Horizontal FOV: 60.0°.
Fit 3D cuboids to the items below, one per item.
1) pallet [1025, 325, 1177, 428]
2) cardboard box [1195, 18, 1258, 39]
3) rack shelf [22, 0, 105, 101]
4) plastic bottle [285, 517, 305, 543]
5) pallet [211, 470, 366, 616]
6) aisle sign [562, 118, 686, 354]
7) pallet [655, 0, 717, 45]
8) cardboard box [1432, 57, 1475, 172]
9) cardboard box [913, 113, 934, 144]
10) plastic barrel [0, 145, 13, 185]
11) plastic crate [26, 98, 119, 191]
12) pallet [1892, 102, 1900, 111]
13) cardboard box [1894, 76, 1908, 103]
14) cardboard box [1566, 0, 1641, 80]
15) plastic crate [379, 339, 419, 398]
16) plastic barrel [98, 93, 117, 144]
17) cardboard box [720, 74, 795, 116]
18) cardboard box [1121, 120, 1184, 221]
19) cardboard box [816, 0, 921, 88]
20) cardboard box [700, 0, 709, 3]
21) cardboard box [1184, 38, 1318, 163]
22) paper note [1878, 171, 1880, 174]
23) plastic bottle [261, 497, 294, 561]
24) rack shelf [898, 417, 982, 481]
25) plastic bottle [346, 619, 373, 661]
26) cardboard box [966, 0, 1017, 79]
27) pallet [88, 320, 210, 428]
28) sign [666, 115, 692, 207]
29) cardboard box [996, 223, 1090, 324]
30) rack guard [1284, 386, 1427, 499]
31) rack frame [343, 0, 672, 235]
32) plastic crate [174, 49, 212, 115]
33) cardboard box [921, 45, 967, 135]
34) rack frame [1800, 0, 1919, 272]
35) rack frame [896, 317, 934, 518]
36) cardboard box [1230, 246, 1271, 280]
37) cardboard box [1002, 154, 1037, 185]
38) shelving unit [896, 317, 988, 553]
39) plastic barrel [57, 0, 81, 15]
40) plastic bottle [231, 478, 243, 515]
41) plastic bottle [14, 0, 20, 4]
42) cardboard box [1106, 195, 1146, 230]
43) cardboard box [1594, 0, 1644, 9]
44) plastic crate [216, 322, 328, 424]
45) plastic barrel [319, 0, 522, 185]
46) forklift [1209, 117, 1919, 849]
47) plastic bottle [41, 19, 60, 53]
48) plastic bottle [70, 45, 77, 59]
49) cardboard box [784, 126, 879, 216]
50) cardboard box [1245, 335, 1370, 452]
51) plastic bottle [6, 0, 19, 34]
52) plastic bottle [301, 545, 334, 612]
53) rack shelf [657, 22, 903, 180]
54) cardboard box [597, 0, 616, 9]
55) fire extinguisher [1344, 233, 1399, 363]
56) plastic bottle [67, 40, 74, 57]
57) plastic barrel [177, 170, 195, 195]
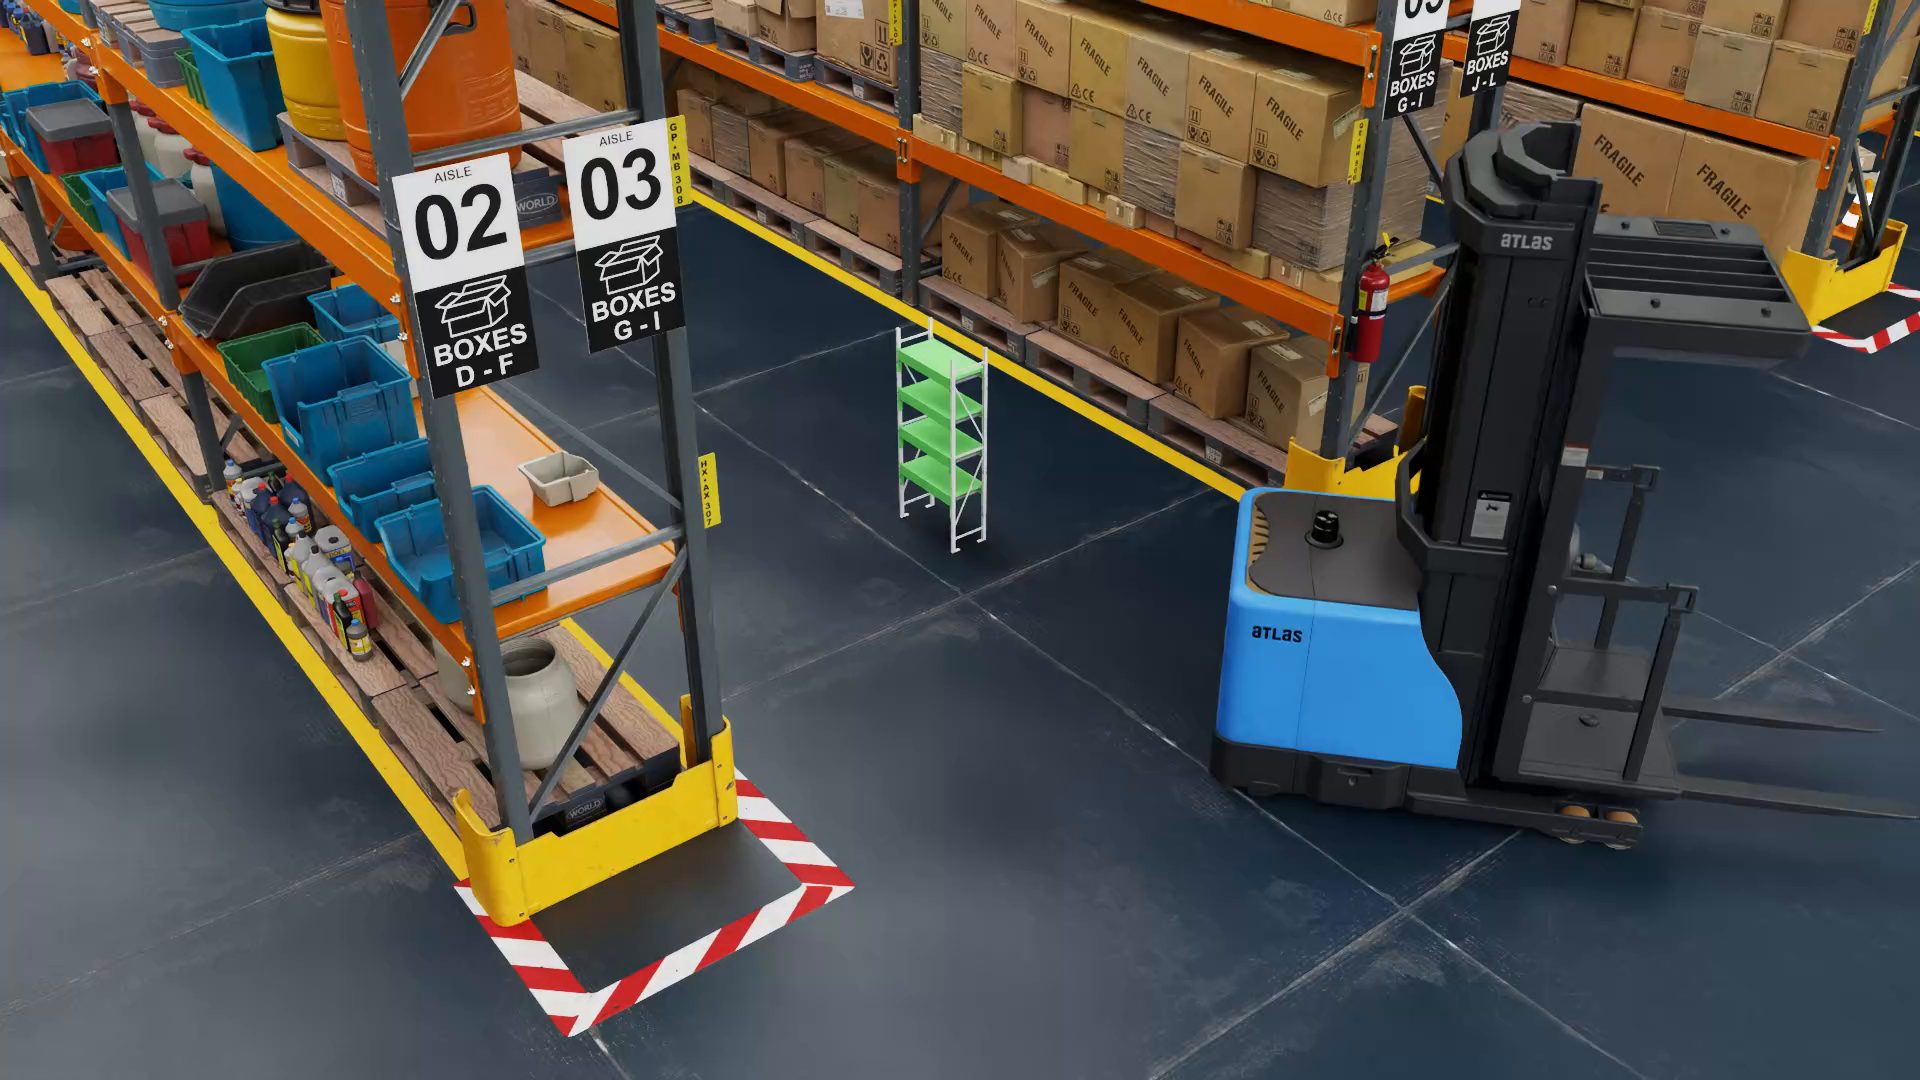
[{"bbox_3d":[1.196,-1.208,11.222,1.003,0.211,1.213,-22,38,-31],"label":"pallet"},{"bbox_3d":[1.726,-2.832,9.869,0.500,0.500,0.500,-22,38,-31],"label":"cardboard box"},{"bbox_3d":[-5.135,-3.369,9.898,1.077,0.370,4.000,-22,38,-31],"label":"rack shelf"},{"bbox_3d":[-3.506,0.003,8.797,0.097,0.271,0.097,0,32,0],"label":"plastic bottle"},{"bbox_3d":[-3.530,-0.089,9.421,1.003,0.211,1.213,-22,38,-31],"label":"pallet"},{"bbox_3d":[-1.180,-1.069,5.892,0.394,0.787,0.004,-22,38,-31],"label":"aisle sign"},{"bbox_3d":[-1.928,-4.493,14.049,1.213,0.211,1.003,-22,38,-31],"label":"pallet"},{"bbox_3d":[4.314,-3.723,14.245,0.875,0.875,0.875,-22,38,-31],"label":"cardboard box"},{"bbox_3d":[-0.102,-2.876,11.503,0.380,0.149,0.250,-22,38,-31],"label":"cardboard box"},{"bbox_3d":[-7.784,-3.231,13.796,0.421,0.512,0.421,0,32,0],"label":"plastic barrel"},{"bbox_3d":[-5.612,-2.489,10.581,0.402,0.464,0.583,-22,38,-31],"label":"plastic crate"},{"bbox_3d":[9.024,-4.414,16.384,1.003,0.211,1.213,-22,38,-31],"label":"pallet"},{"bbox_3d":[8.940,-4.404,15.932,0.500,0.250,0.500,-24,39,-33],"label":"cardboard box"},{"bbox_3d":[5.217,-3.973,12.888,0.875,0.550,0.500,-22,38,-31],"label":"cardboard box"},{"bbox_3d":[-2.713,-0.860,8.269,0.530,0.136,0.437,-22,38,-31],"label":"plastic crate"},{"bbox_3d":[-5.562,-2.922,11.233,0.421,0.512,0.421,0,32,0],"label":"plastic barrel"},{"bbox_3d":[-1.681,-3.793,13.982,0.500,0.250,0.500,-18,36,-26],"label":"cardboard box"},{"bbox_3d":[1.467,-2.302,9.963,0.875,0.500,0.500,-22,38,-31],"label":"cardboard box"},{"bbox_3d":[-0.373,-3.979,12.074,1.000,1.000,1.000,-22,38,-31],"label":"cardboard box"},{"bbox_3d":[-2.086,-4.846,13.943,0.500,0.500,0.500,-28,41,-37],"label":"cardboard box"},{"bbox_3d":[1.613,-2.452,9.257,0.500,0.500,0.500,-22,38,-31],"label":"cardboard box"},{"bbox_3d":[8.133,-3.198,14.596,0.142,0.019,0.148,18,36,27],"label":"paper note"},{"bbox_3d":[-3.626,-0.080,8.856,0.144,0.351,0.185,-24,39,-33],"label":"plastic bottle"},{"bbox_3d":[-0.101,-0.524,9.305,0.258,0.148,0.480,-22,38,-31],"label":"rack shelf"},{"bbox_3d":[-2.928,0.478,8.099,0.097,0.201,0.097,0,32,0],"label":"plastic bottle"},{"bbox_3d":[0.387,-3.286,10.600,0.500,0.500,0.500,-22,38,-31],"label":"cardboard box"},{"bbox_3d":[-5.173,-1.206,11.219,1.003,0.211,1.213,-22,38,-31],"label":"pallet"},{"bbox_3d":[-1.018,-1.354,5.963,0.100,0.325,0.005,-22,38,-31],"label":"sign"},{"bbox_3d":[0.575,-1.870,11.616,0.500,0.500,0.500,-11,33,-16],"label":"cardboard box"},{"bbox_3d":[2.410,-0.472,9.764,1.175,0.500,0.348,-22,38,-31],"label":"rack guard"},{"bbox_3d":[-1.456,-2.449,4.890,1.000,3.000,0.127,-22,38,-31],"label":"rack frame"},{"bbox_3d":[-3.156,-2.006,7.221,0.336,0.188,0.450,-22,38,-31],"label":"plastic crate"},{"bbox_3d":[0.231,-3.131,11.298,0.875,0.500,0.500,-22,38,-31],"label":"cardboard box"},{"bbox_3d":[6.437,-3.065,11.569,1.000,3.000,0.127,-22,38,-31],"label":"rack frame"},{"bbox_3d":[-0.251,-0.680,9.435,0.240,1.200,0.015,-22,38,-31],"label":"rack frame"},{"bbox_3d":[1.772,-1.640,9.512,0.380,0.149,0.250,-22,38,-31],"label":"cardboard box"},{"bbox_3d":[0.498,-2.454,10.823,0.380,0.149,0.250,-22,38,-31],"label":"cardboard box"},{"bbox_3d":[-0.101,-0.579,9.271,0.258,1.200,0.503,-22,38,-31],"label":"shelving unit"},{"bbox_3d":[-4.392,-3.196,8.462,0.600,0.901,0.708,-22,38,-31],"label":"plastic barrel"},{"bbox_3d":[-3.997,-0.248,9.269,0.097,0.201,0.097,0,32,0],"label":"plastic bottle"},{"bbox_3d":[-7.784,-4.427,13.879,0.152,0.276,0.135,-22,38,-31],"label":"plastic bottle"},{"bbox_3d":[1.116,-2.039,10.155,0.380,0.149,0.250,-22,38,-31],"label":"cardboard box"},{"bbox_3d":[5.166,-4.410,12.569,0.875,0.550,0.500,-22,38,-31],"label":"cardboard box"},{"bbox_3d":[-3.299,-0.820,8.155,0.450,0.188,0.662,-22,38,-31],"label":"plastic crate"},{"bbox_3d":[-1.854,-1.697,5.717,0.600,0.830,0.708,-22,38,-31],"label":"plastic barrel"},{"bbox_3d":[2.712,-0.195,7.013,3.031,2.935,1.130,6,32,10],"label":"forklift"},{"bbox_3d":[-7.222,-4.045,13.263,0.152,0.276,0.135,-22,38,-31],"label":"plastic bottle"},{"bbox_3d":[-6.655,-3.659,12.643,0.152,0.276,0.135,-22,38,-31],"label":"plastic bottle"},{"bbox_3d":[-0.977,-2.996,13.409,0.700,0.500,0.500,-26,40,-35],"label":"cardboard box"},{"bbox_3d":[2.087,-0.885,10.030,0.500,0.500,0.500,-15,35,-23],"label":"cardboard box"},{"bbox_3d":[-7.788,-4.320,13.712,0.097,0.271,0.097,0,32,0],"label":"plastic bottle"},{"bbox_3d":[-3.251,0.175,8.445,0.144,0.351,0.185,-21,37,-29],"label":"plastic bottle"},{"bbox_3d":[-1.222,-3.698,13.269,1.077,0.370,4.000,-22,38,-31],"label":"rack shelf"},{"bbox_3d":[-2.947,-5.005,14.597,0.500,0.500,0.500,-21,38,-30],"label":"cardboard box"},{"bbox_3d":[2.163,-1.273,8.757,0.296,0.674,0.183,-22,38,-31],"label":"fire extinguisher"},{"bbox_3d":[-6.753,-3.695,12.705,0.097,0.271,0.097,0,32,0],"label":"plastic bottle"},{"bbox_3d":[-4.599,-2.110,10.162,0.301,0.262,0.301,0,32,0],"label":"plastic barrel"}]
